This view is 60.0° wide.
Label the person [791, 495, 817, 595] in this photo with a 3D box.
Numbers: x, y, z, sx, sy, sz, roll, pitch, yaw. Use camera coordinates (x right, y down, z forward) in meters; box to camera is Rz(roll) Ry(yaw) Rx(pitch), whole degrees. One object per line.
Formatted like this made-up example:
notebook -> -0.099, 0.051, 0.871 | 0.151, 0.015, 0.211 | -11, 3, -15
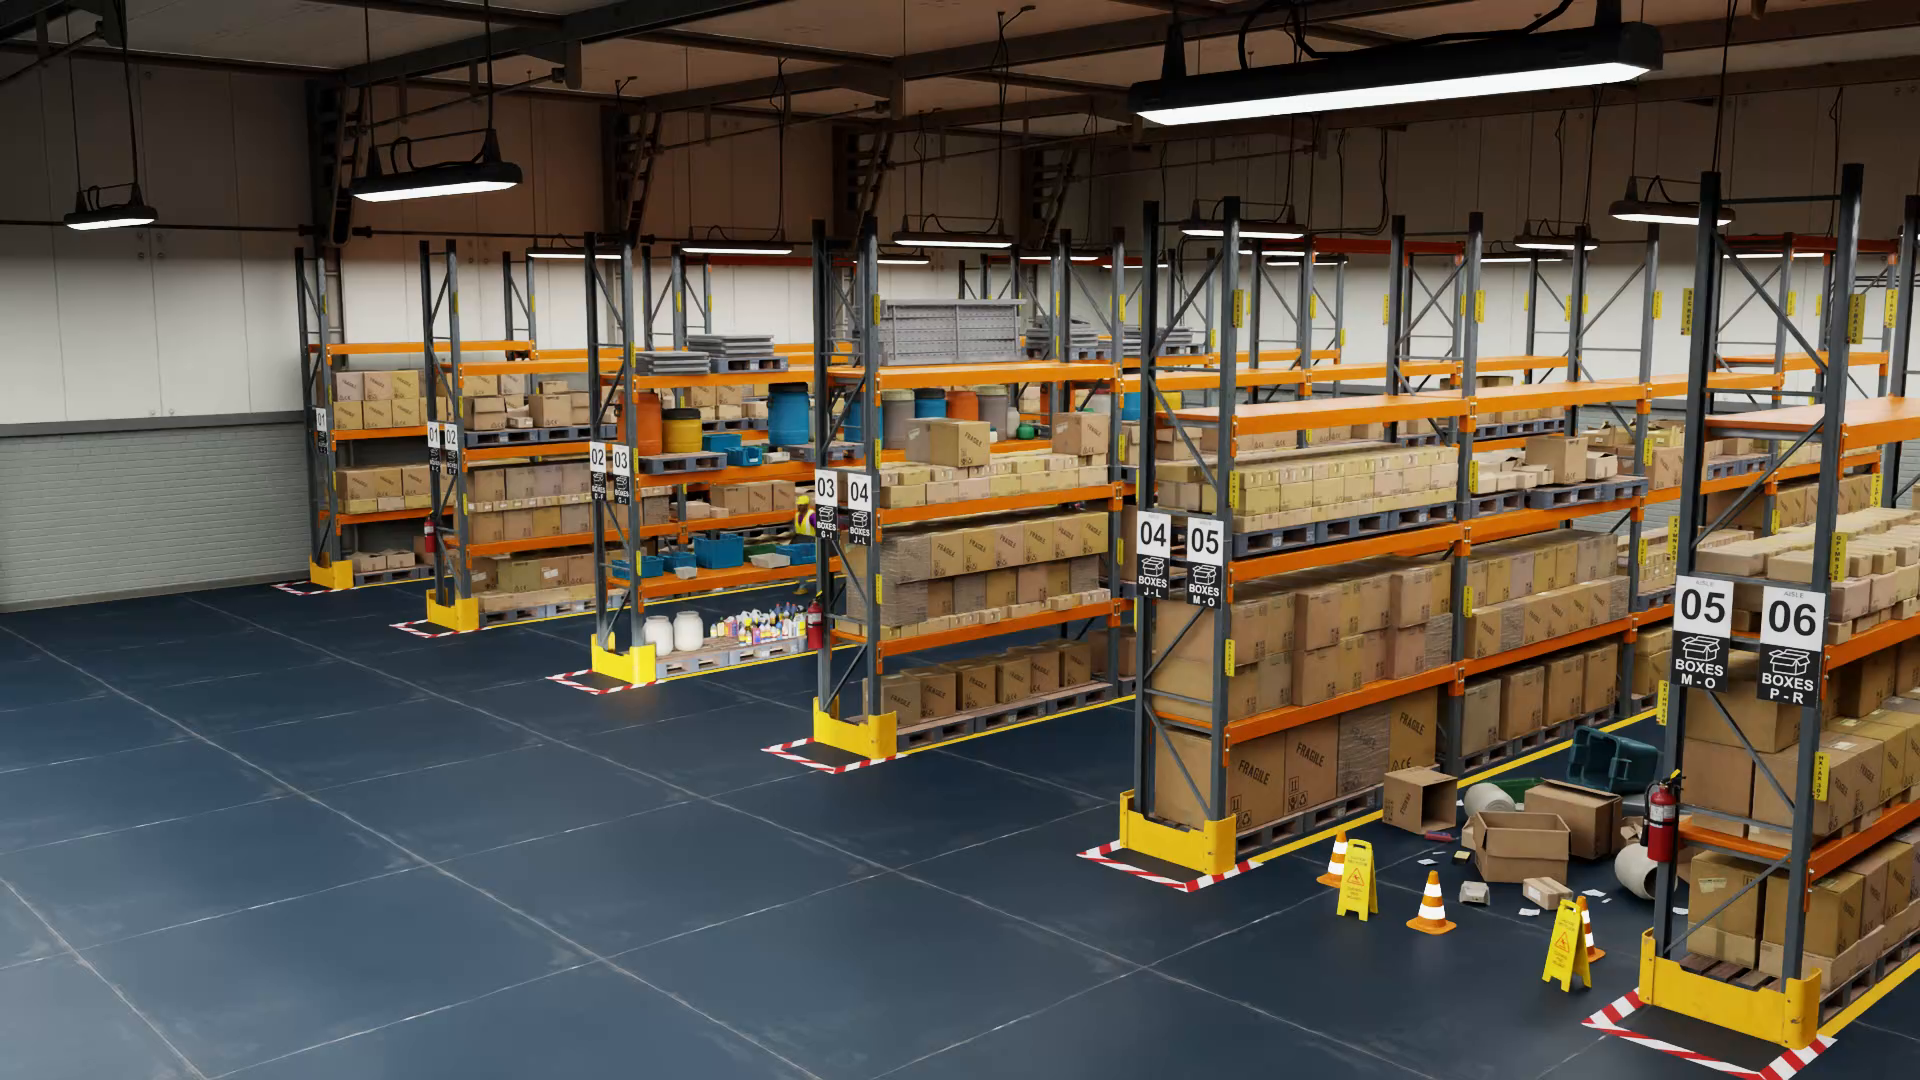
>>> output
person -> -2.636, 0.068, 28.959 | 0.661, 1.750, 0.644 | 6, 10, 35
